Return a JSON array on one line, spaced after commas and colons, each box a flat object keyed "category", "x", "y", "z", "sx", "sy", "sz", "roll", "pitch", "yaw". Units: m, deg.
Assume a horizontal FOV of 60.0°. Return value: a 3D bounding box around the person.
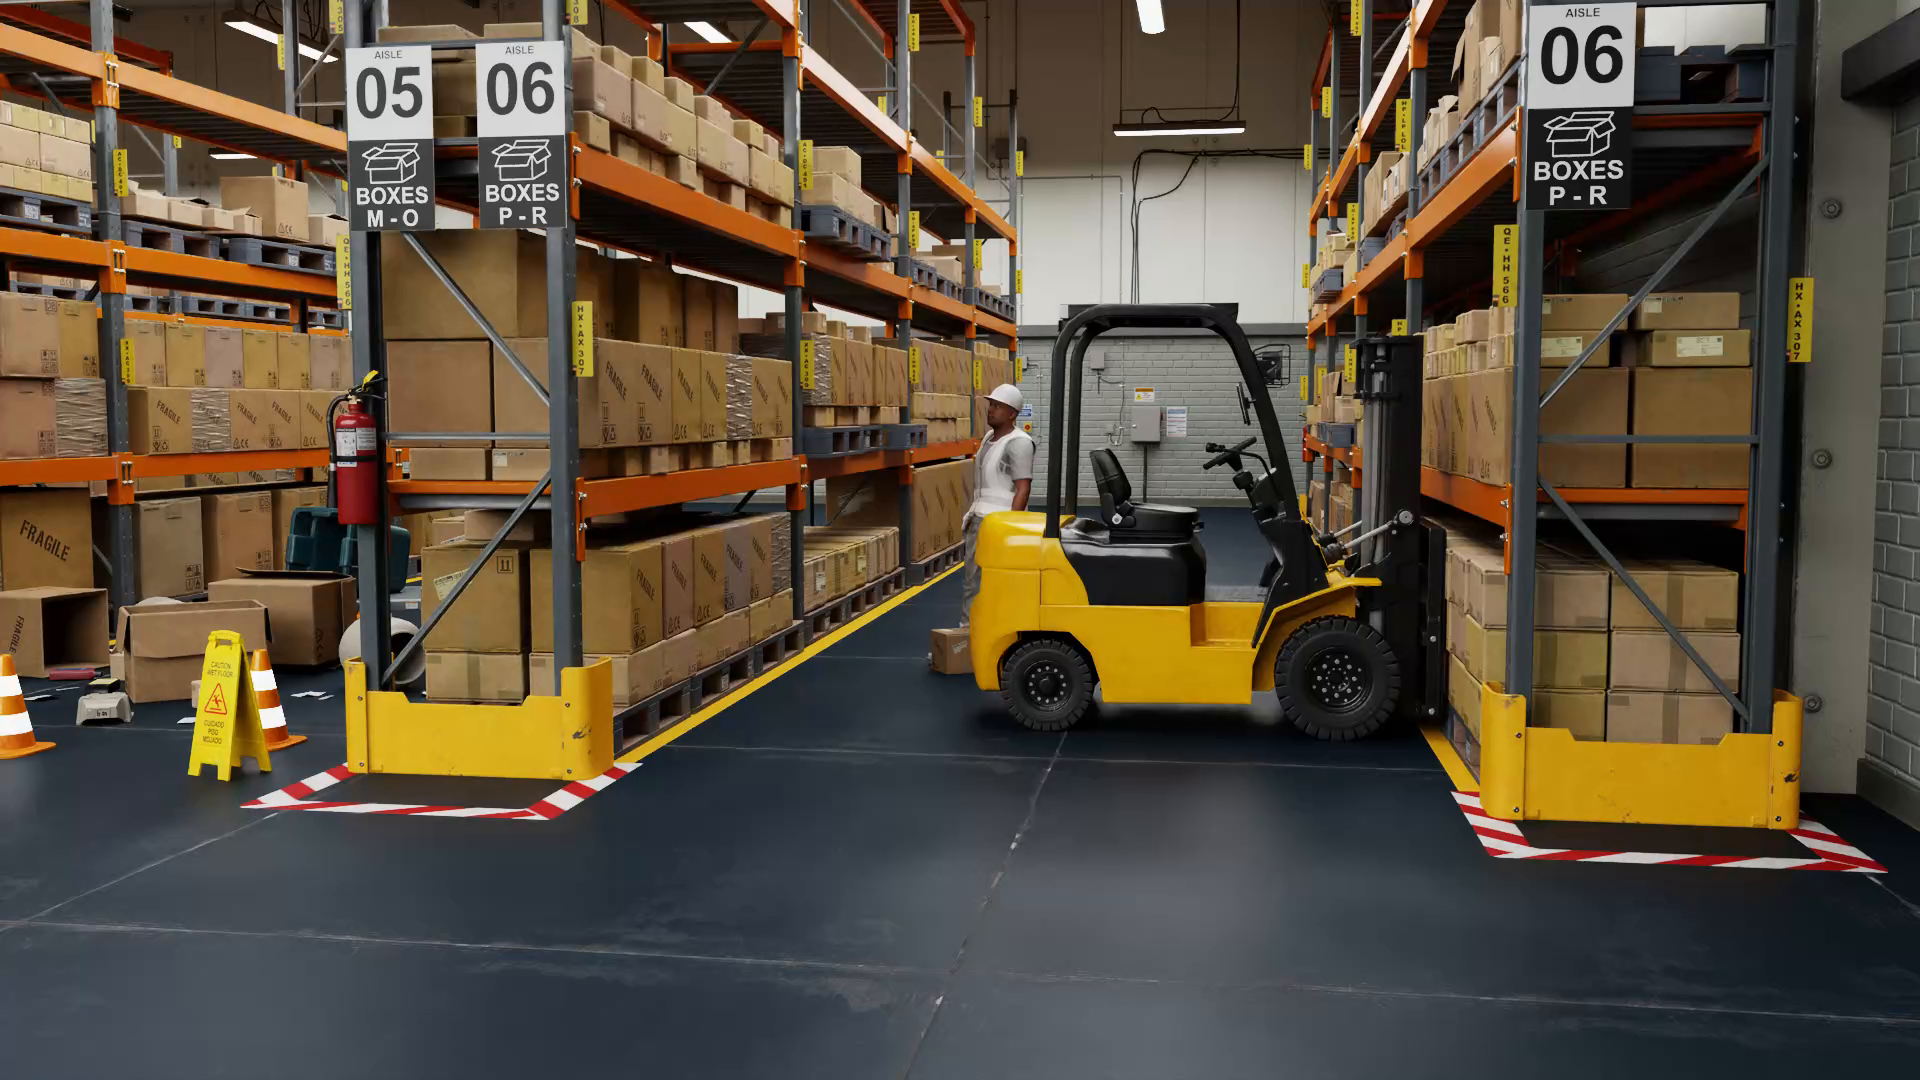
[{"category": "person", "x": 0.154, "y": -0.087, "z": 10.459, "sx": 0.576, "sy": 1.784, "sz": 0.657, "roll": -2, "pitch": 5, "yaw": -23}]
